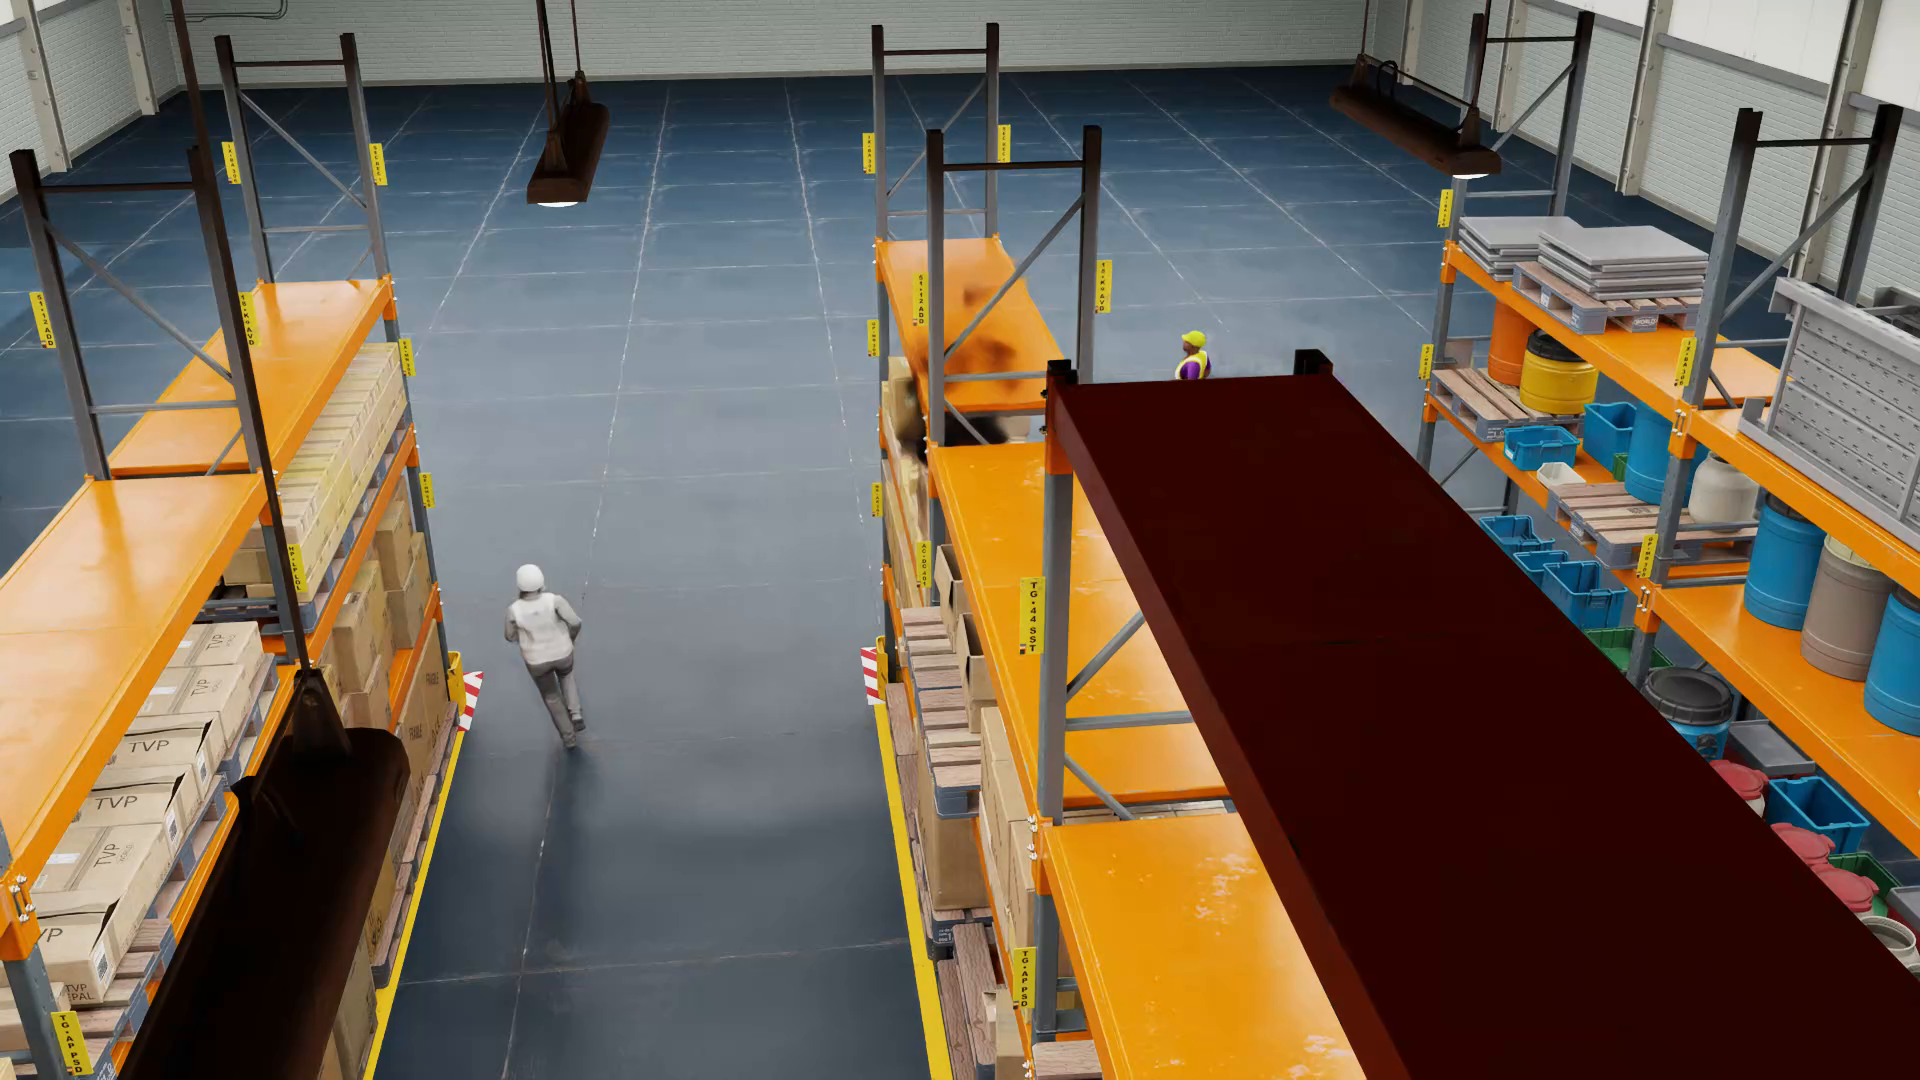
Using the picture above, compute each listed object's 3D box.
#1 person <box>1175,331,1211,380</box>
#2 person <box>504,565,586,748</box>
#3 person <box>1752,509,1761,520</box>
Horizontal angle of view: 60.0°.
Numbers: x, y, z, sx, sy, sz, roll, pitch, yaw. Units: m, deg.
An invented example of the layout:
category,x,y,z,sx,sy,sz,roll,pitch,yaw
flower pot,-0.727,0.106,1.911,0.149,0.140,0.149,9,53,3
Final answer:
category,x,y,z,sx,sy,sz,roll,pitch,yaw
person,2.778,-1.697,20.063,0.795,1.733,0.711,7,27,15
person,-3.606,0.980,14.441,0.631,1.735,0.576,-10,27,-20
person,8.573,-0.629,18.140,0.942,1.517,0.571,13,28,25
